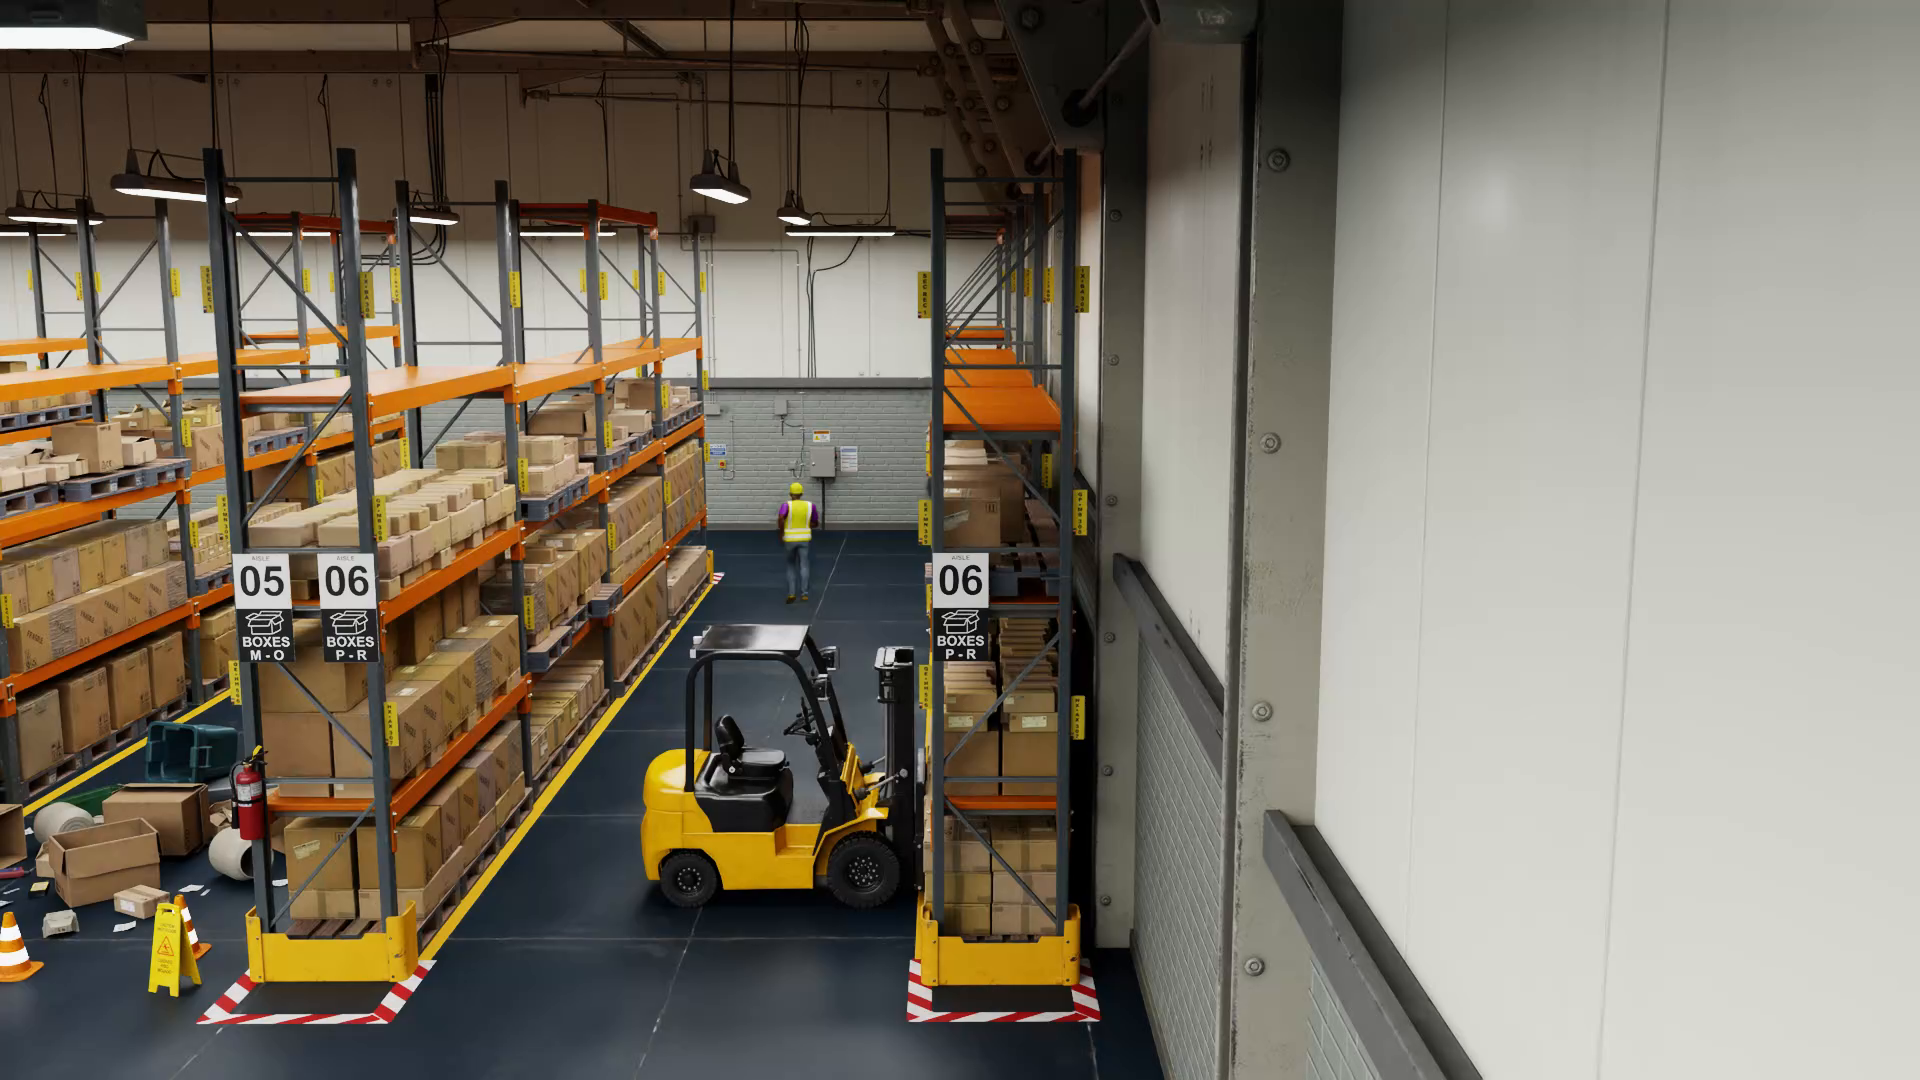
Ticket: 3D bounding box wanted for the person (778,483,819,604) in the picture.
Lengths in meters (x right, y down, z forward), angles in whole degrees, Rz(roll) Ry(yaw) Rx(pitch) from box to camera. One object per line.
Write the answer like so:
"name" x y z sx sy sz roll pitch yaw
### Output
"person" -2.407 0.080 24.723 0.632 1.866 0.799 -2 9 -11
